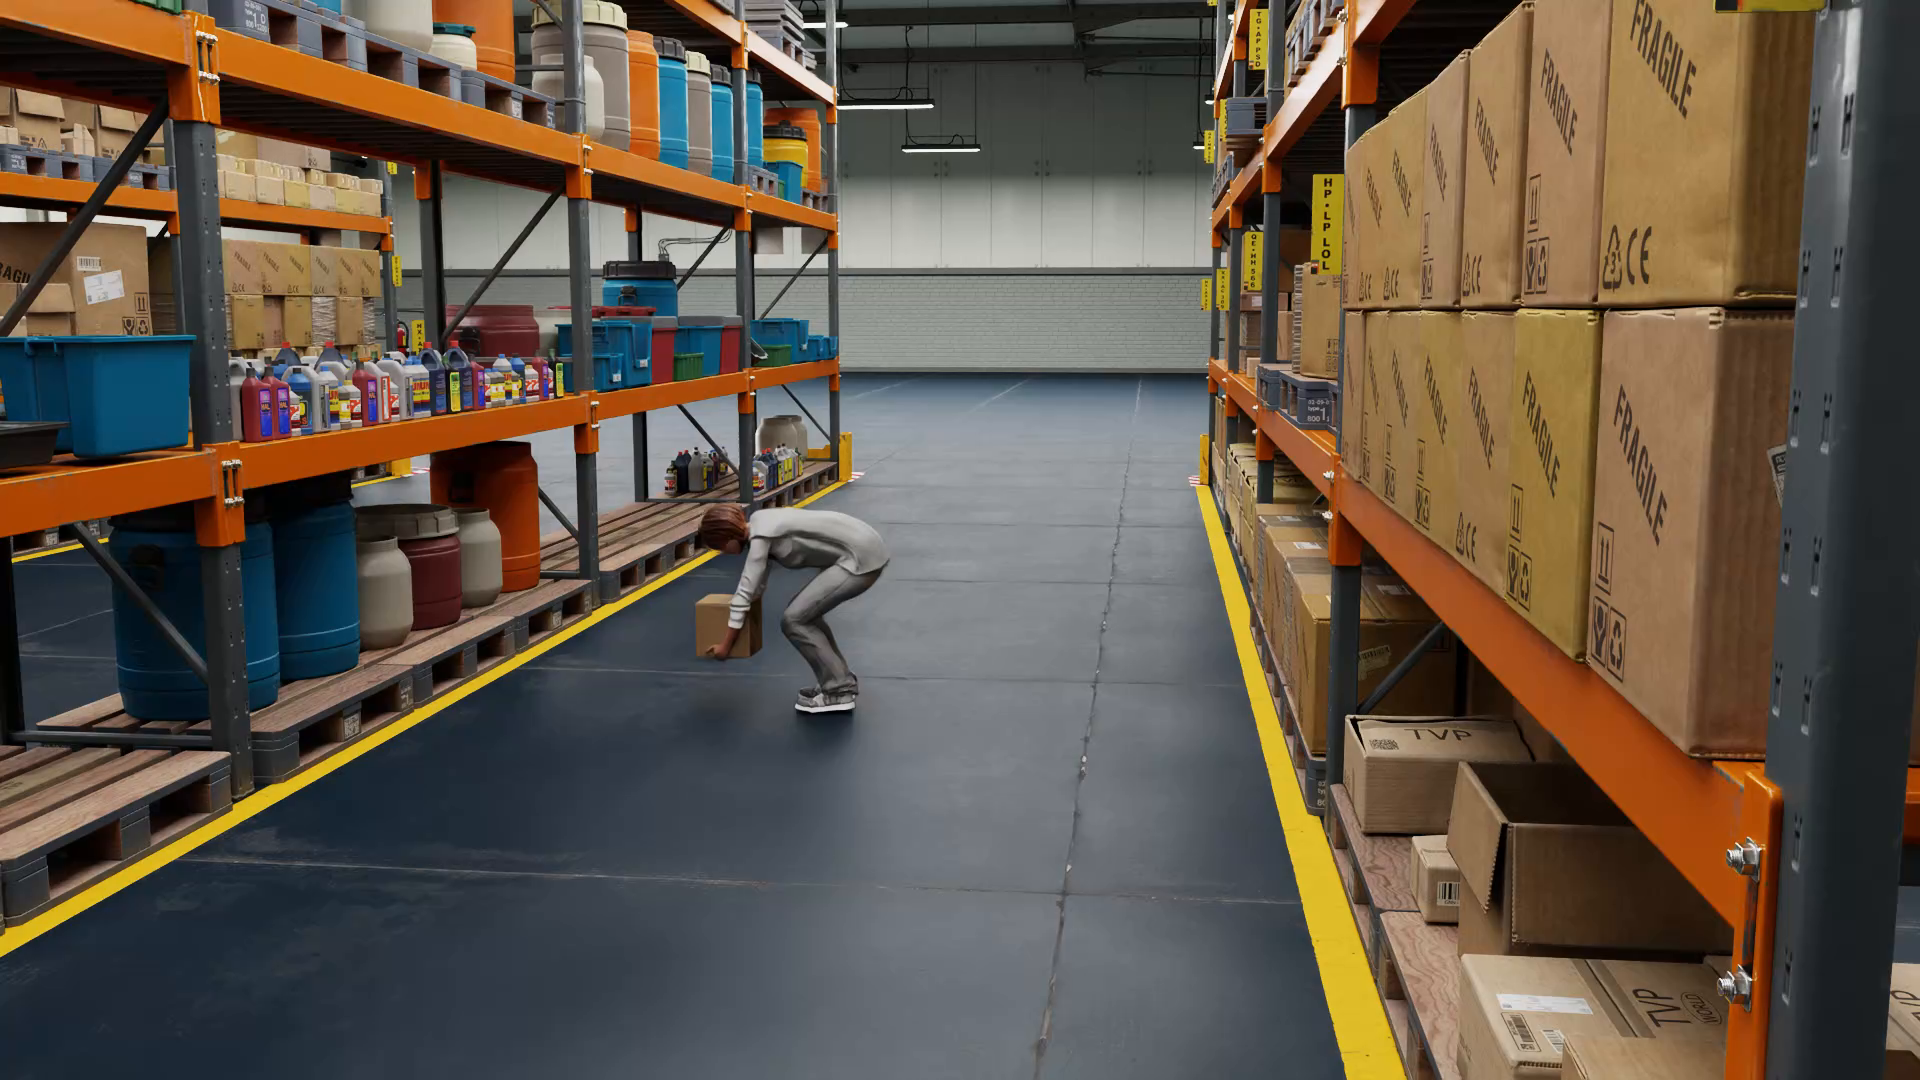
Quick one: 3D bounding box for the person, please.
[{"bbox_3d":[-0.746,0.303,7.580,0.863,0.933,0.421,0,8,3],"label":"person"}]
